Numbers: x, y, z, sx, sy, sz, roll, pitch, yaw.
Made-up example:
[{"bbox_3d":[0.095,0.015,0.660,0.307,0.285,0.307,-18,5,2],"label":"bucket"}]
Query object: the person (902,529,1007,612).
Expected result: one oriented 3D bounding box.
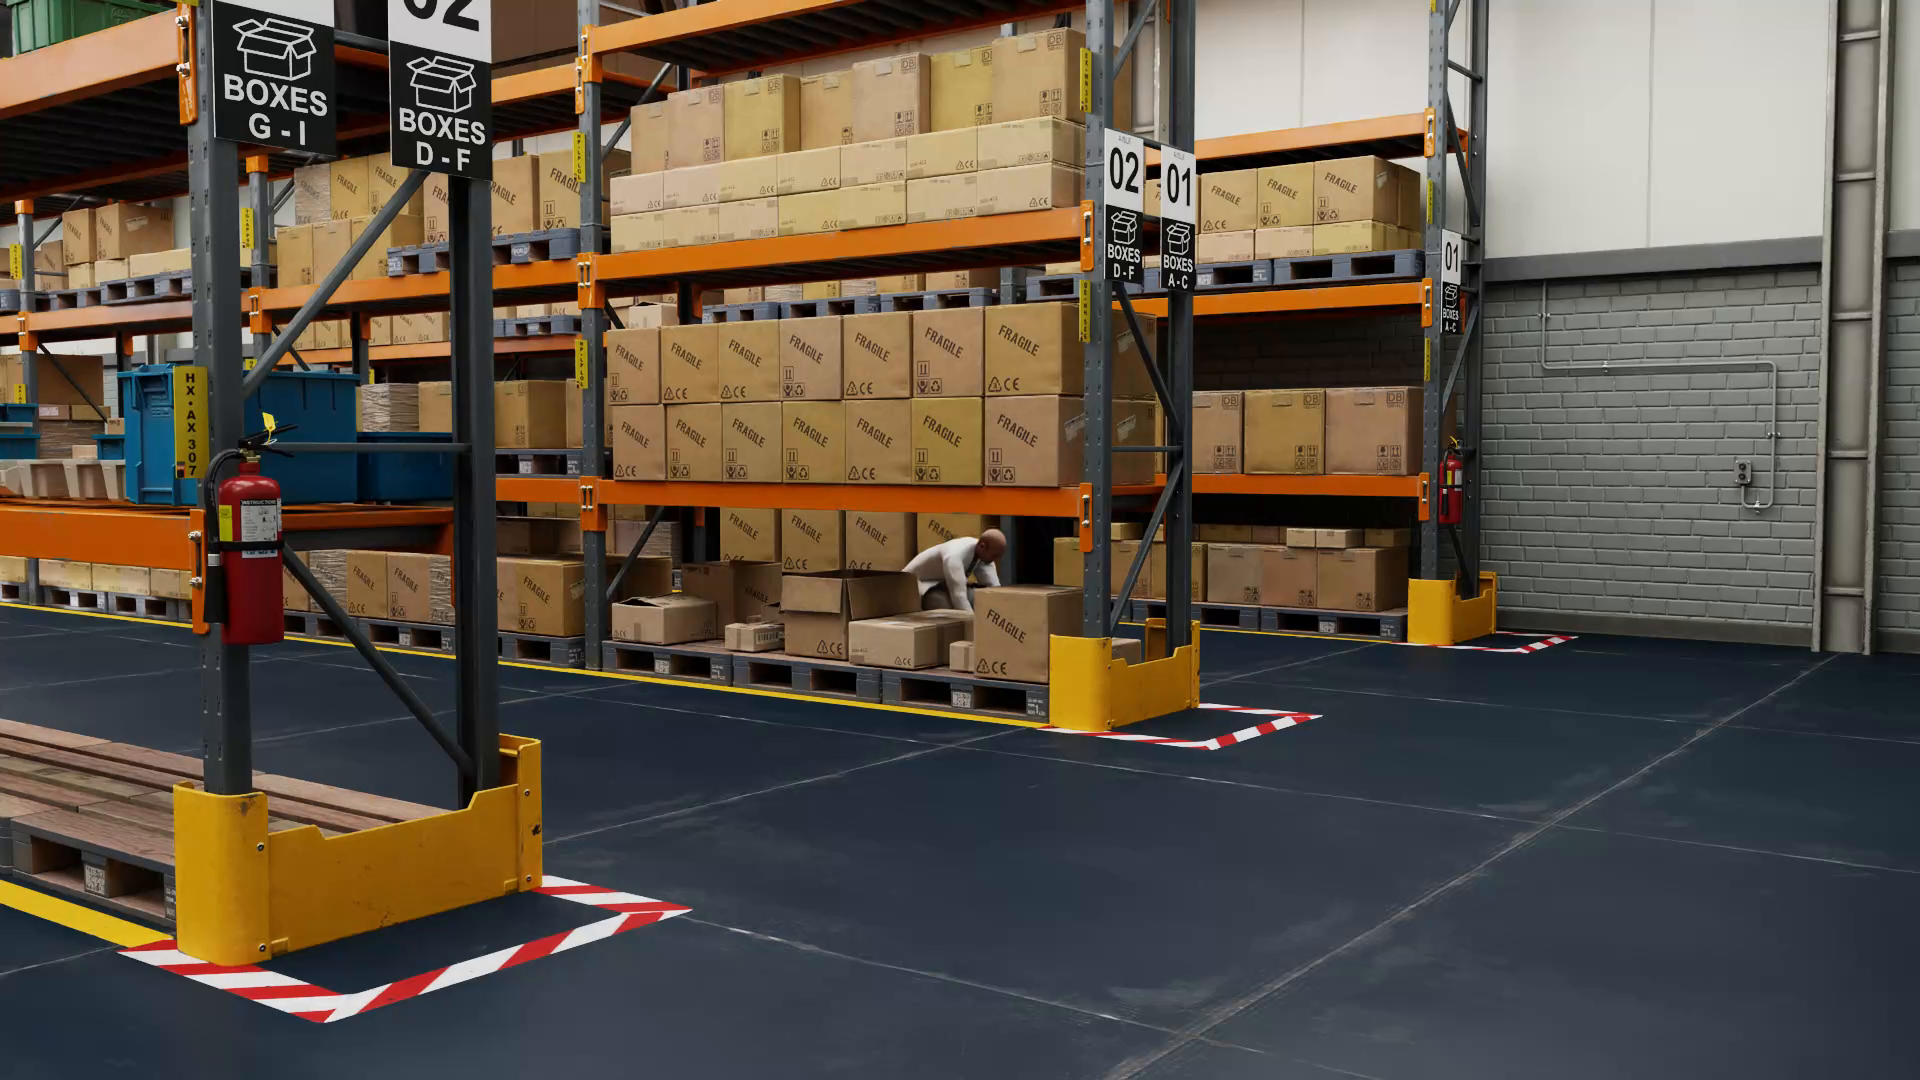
[{"bbox_3d":[-0.035,0.397,12.004,0.913,0.922,0.609,3,4,39],"label":"person"}]
